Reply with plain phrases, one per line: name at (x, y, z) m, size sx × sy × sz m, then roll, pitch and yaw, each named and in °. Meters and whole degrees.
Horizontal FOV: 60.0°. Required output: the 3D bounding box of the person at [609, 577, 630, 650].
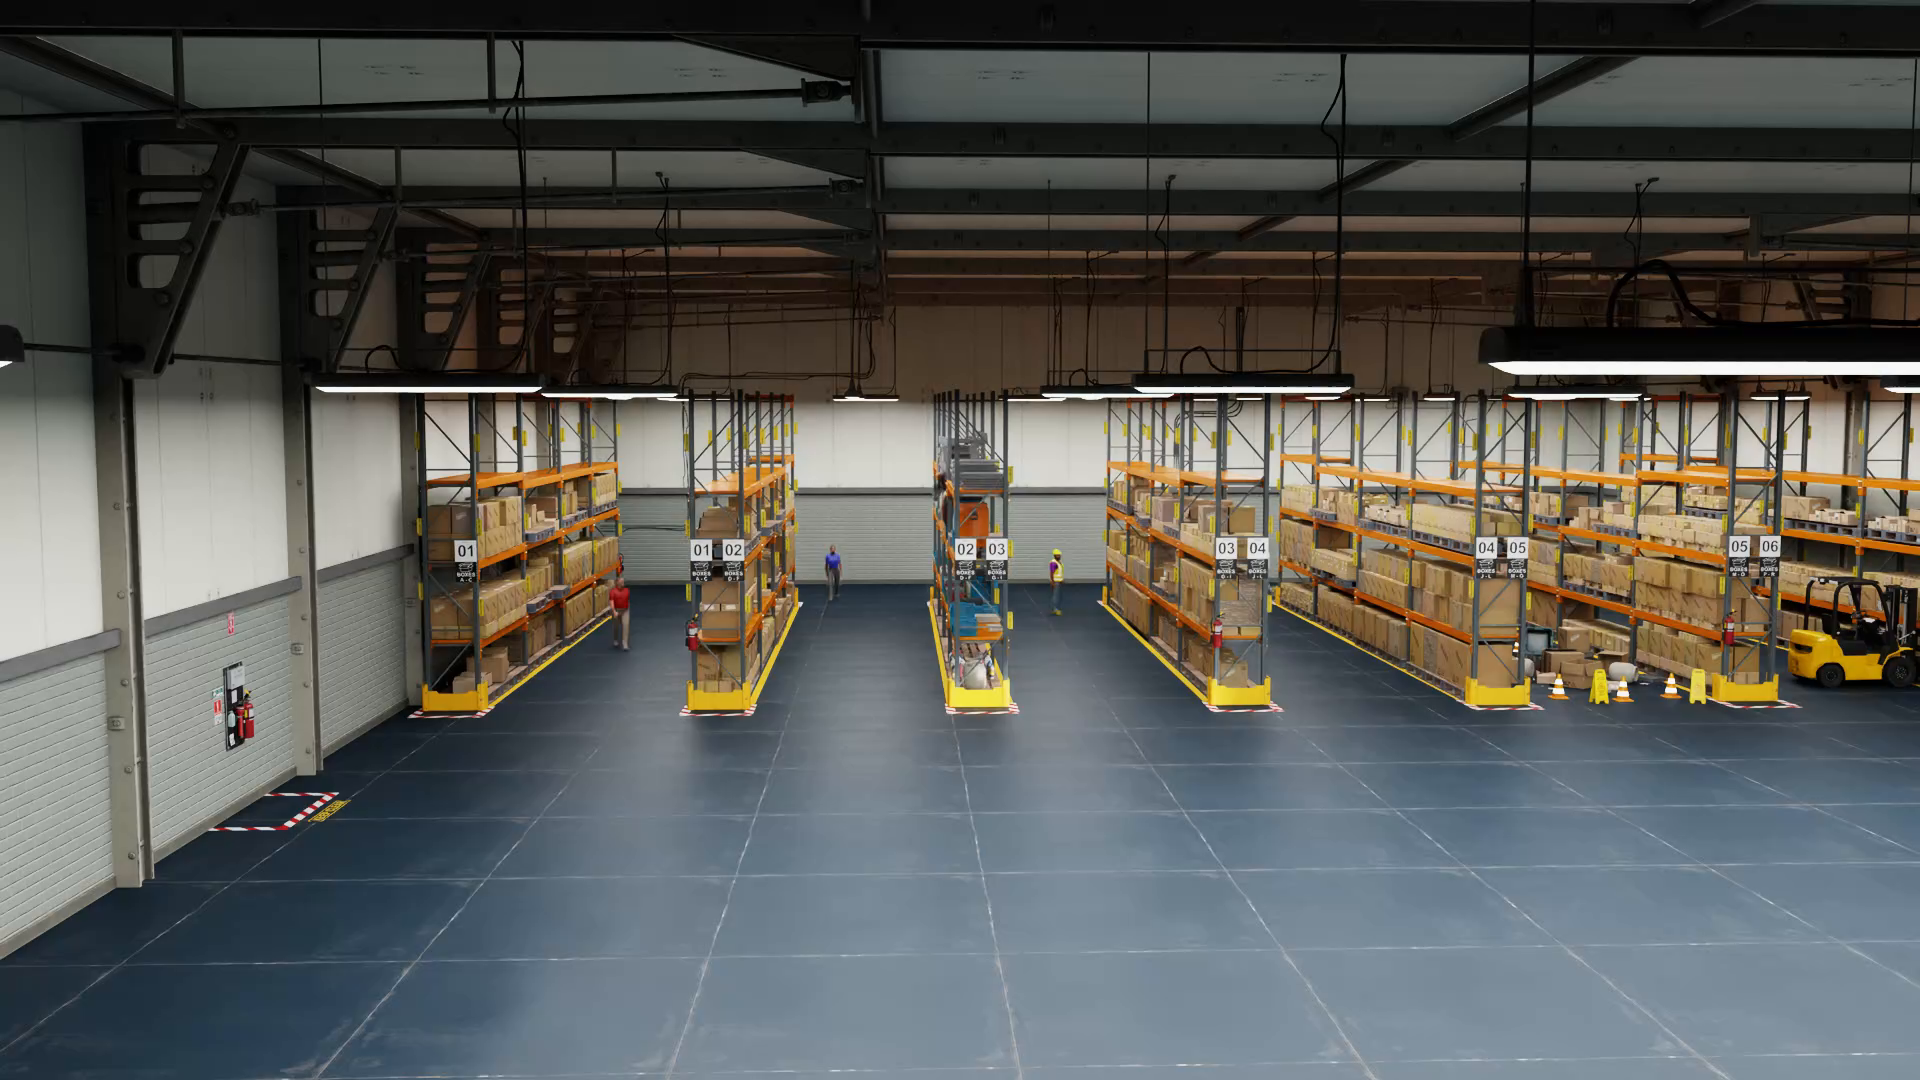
person at (-7.969, 1.704, 38.918) m, size 0.477 × 1.674 × 1.033 m, roll -1°, pitch 5°, yaw -11°

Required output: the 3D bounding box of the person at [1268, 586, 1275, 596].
person at (8.850, 0.905, 48.975) m, size 0.810 × 1.634 × 0.591 m, roll 0°, pitch 5°, yaw 2°

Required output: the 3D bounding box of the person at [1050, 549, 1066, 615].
person at (2.657, 1.146, 45.424) m, size 0.403 × 1.789 × 0.650 m, roll 2°, pitch 5°, yaw 20°

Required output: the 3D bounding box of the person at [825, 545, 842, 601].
person at (-3.693, 0.953, 48.600) m, size 0.514 × 1.604 × 0.975 m, roll 0°, pitch 5°, yaw -3°
